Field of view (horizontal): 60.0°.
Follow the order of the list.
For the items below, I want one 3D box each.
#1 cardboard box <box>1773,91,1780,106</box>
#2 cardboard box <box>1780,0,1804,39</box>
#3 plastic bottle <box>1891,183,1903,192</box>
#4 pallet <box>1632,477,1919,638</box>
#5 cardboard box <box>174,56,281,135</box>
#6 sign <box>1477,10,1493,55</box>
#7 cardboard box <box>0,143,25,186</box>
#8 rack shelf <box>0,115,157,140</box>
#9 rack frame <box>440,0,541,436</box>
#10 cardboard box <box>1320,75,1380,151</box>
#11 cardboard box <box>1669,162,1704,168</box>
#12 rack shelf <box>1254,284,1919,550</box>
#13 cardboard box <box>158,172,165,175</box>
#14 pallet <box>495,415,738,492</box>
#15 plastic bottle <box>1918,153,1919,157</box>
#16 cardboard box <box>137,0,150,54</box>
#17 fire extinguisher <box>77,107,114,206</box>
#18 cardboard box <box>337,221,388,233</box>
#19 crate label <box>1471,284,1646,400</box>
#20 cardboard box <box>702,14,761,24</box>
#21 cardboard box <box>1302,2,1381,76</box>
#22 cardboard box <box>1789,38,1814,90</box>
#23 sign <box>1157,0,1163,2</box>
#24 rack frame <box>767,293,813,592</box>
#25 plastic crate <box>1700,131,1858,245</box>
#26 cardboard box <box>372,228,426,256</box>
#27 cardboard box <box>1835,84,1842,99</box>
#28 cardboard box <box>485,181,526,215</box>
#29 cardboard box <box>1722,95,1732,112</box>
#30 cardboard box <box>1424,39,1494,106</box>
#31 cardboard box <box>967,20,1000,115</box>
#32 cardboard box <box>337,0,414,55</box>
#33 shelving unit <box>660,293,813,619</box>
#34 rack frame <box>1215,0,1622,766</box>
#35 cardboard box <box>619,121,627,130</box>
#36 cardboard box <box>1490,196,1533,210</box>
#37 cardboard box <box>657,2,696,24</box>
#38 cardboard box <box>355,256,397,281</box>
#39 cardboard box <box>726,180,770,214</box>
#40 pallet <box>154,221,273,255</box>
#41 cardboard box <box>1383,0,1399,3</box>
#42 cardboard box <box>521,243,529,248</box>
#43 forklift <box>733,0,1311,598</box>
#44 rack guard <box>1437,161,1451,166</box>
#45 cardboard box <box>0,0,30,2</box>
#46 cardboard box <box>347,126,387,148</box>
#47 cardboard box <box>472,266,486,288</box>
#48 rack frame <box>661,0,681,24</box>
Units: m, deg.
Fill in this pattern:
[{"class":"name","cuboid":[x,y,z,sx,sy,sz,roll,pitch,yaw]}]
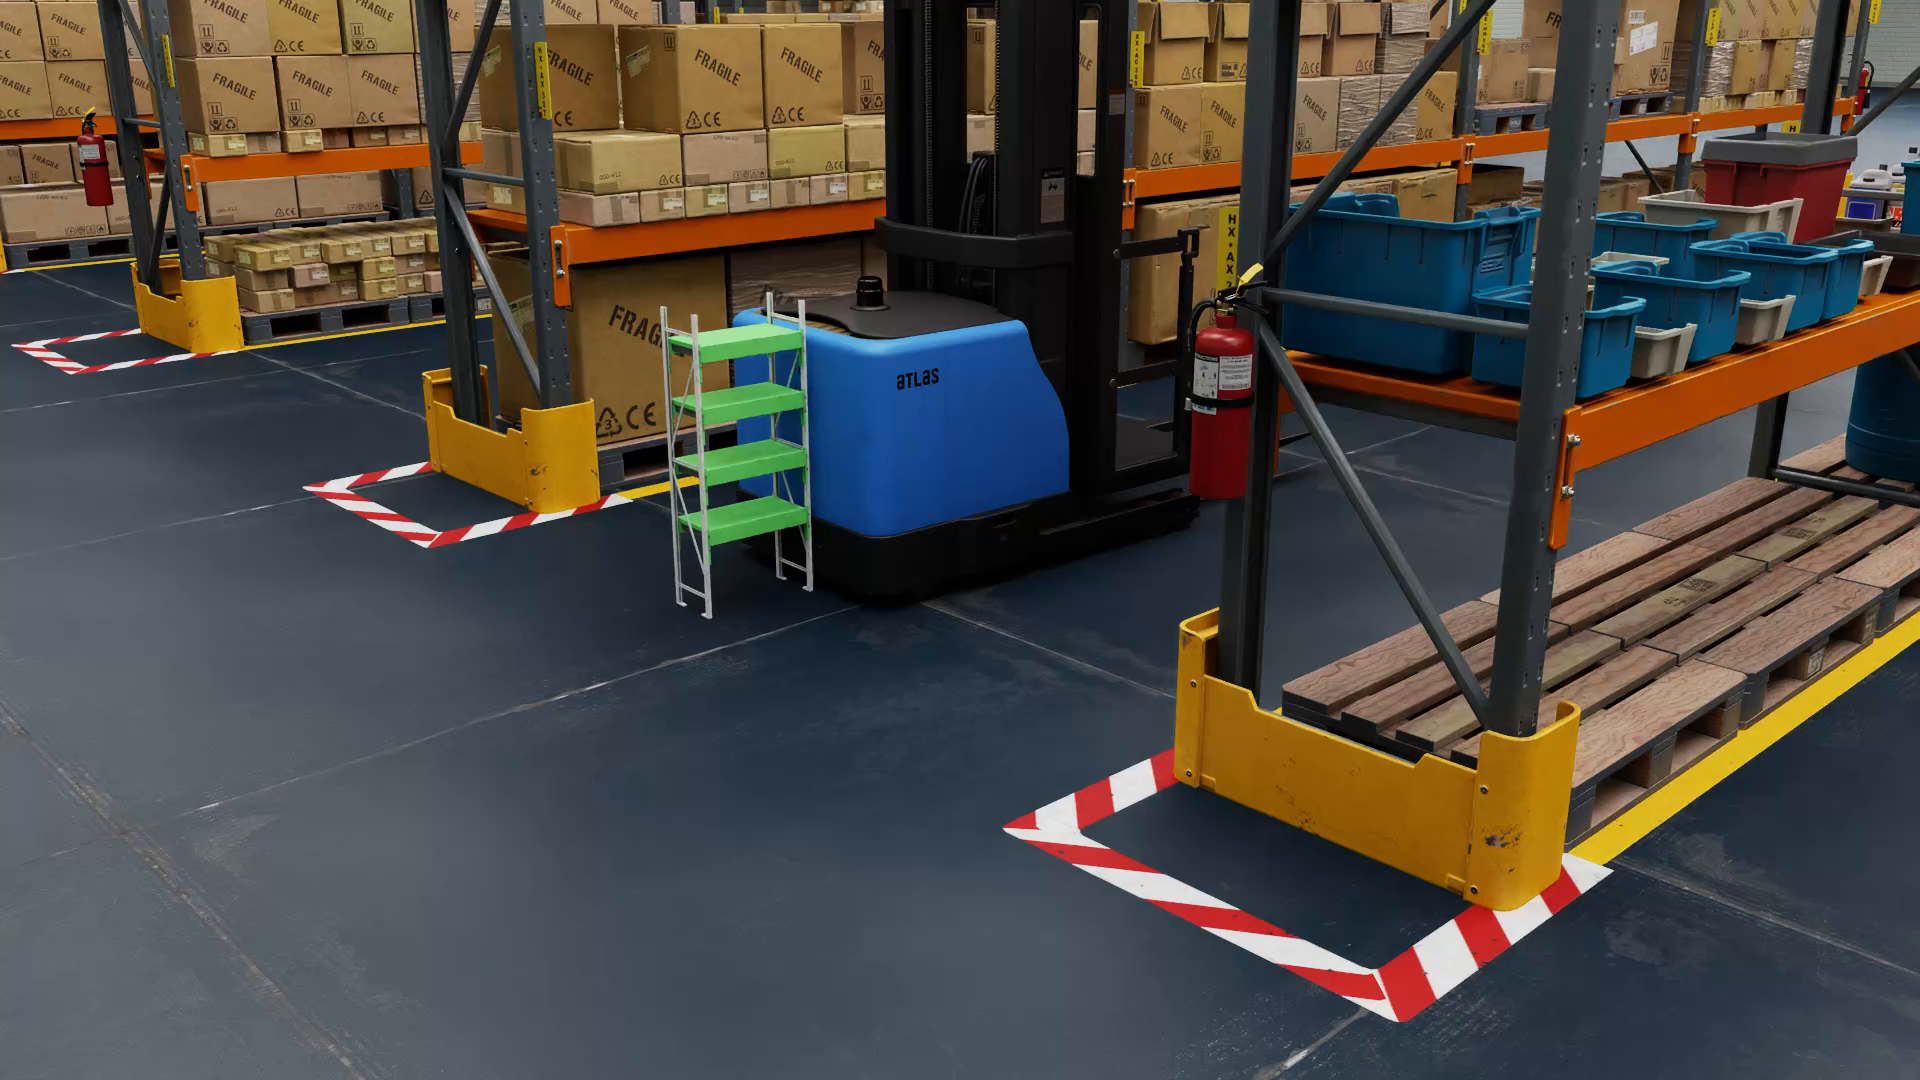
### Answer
[{"class":"cardboard box","cuboid":[8.087,-4.499,16.904,0.250,0.149,0.380,-16,24,-41]},{"class":"cardboard box","cuboid":[8.076,-5.280,16.640,0.500,0.500,0.500,-16,24,-41]},{"class":"plastic bottle","cuboid":[4.352,-1.558,7.748,0.097,0.201,0.097,0,18,0]},{"class":"pallet","cuboid":[3.576,0.040,7.020,1.213,0.211,1.003,-16,24,-41]},{"class":"cardboard box","cuboid":[-5.044,-3.069,11.442,0.500,0.500,0.500,-15,23,-38]},{"class":"sign","cuboid":[3.970,-3.836,12.575,0.005,0.325,0.100,-16,24,-41]},{"class":"cardboard box","cuboid":[-11.290,-4.337,19.371,0.500,0.500,0.700,-15,23,-39]},{"class":"rack shelf","cuboid":[-7.582,-4.016,16.174,4.000,0.370,1.077,-16,24,-41]},{"class":"rack frame","cuboid":[-2.228,-1.714,7.908,0.053,2.616,0.949,-16,24,-41]},{"class":"cardboard box","cuboid":[2.657,-3.081,11.962,0.500,0.500,0.500,17,25,42]},{"class":"cardboard box","cuboid":[7.619,-3.615,17.143,0.500,0.500,0.500,15,23,39]},{"class":"rack shelf","cuboid":[2.630,-0.685,5.901,4.000,0.370,1.077,-16,24,-41]},{"class":"cardboard box","cuboid":[-9.744,-4.553,20.606,0.380,0.149,0.250,17,25,42]},{"class":"pallet","cuboid":[-1.699,-0.574,8.913,1.213,0.211,1.003,-16,24,-41]},{"class":"plastic bottle","cuboid":[4.661,-1.735,8.052,0.185,0.351,0.144,-16,24,-41]},{"class":"cardboard box","cuboid":[-5.399,-3.664,11.656,0.500,0.500,0.500,-17,24,-42]},{"class":"fire extinguisher","cuboid":[-6.061,-2.682,11.624,0.183,0.674,0.296,-16,24,-41]},{"class":"cardboard box","cuboid":[-4.638,-2.376,12.926,0.250,0.149,0.380,-15,23,-39]},{"class":"crate label","cuboid":[1.582,-0.531,4.433,0.303,0.233,0.416,-16,24,-41]},{"class":"cardboard box","cuboid":[-2.736,-6.062,19.992,0.500,0.500,0.500,17,25,42]},{"class":"cardboard box","cuboid":[2.569,-3.645,12.074,0.637,0.503,0.797,-16,24,-40]},{"class":"cardboard box","cuboid":[8.307,-4.953,17.255,0.500,0.500,0.875,-16,24,-41]},{"class":"sign","cuboid":[2.958,-7.897,24.589,0.005,0.325,0.100,-16,24,-41]},{"class":"rack frame","cuboid":[-0.688,-0.388,6.736,0.015,1.200,0.240,-15,23,-38]},{"class":"plastic crate","cuboid":[3.262,-1.377,6.668,0.583,0.464,0.402,-16,24,-41]},{"class":"cardboard box","cuboid":[-4.226,-2.246,12.525,0.250,0.149,0.380,-15,23,-39]},{"class":"cardboard box","cuboid":[9.334,-4.878,18.073,0.250,0.149,0.380,-16,24,-41]},{"class":"cardboard box","cuboid":[-2.194,-1.743,8.405,0.250,0.149,0.380,-16,24,-40]},{"class":"cardboard box","cuboid":[7.209,-4.224,16.057,0.250,0.149,0.380,-16,24,-41]},{"class":"cardboard box","cuboid":[3.952,-3.779,13.435,0.500,0.500,0.500,14,23,37]},{"class":"cardboard box","cuboid":[0.163,-2.725,9.572,0.500,0.500,0.500,-16,24,-40]},{"class":"cardboard box","cuboid":[-4.296,-3.760,11.954,0.500,0.500,0.500,-17,25,-42]},{"class":"shelving unit","cuboid":[-0.873,-0.339,6.584,0.503,1.200,0.258,-15,23,-38]},{"class":"rack frame","cuboid":[1.177,-0.604,4.483,0.127,3.000,1.000,-16,24,-41]},{"class":"cardboard box","cuboid":[-1.687,-2.053,8.715,0.500,0.250,0.500,-17,24,-42]},{"class":"cardboard box","cuboid":[4.454,-2.696,14.275,0.700,0.500,0.500,15,24,39]},{"class":"cardboard box","cuboid":[-3.418,-5.985,19.296,0.500,0.500,0.500,-17,25,-42]},{"class":"cardboard box","cuboid":[-4.388,-2.032,12.348,0.250,0.149,0.380,-15,23,-39]},{"class":"cardboard box","cuboid":[-1.182,-1.760,8.456,0.250,0.149,0.380,-17,24,-42]},{"class":"pallet","cuboid":[-7.621,-3.052,16.556,1.213,0.211,1.003,-16,24,-41]},{"class":"cardboard box","cuboid":[4.933,-6.526,20.757,0.550,0.550,0.875,-16,24,-41]},{"class":"cardboard box","cuboid":[-3.457,-2.331,13.269,0.250,0.149,0.380,-16,24,-40]},{"class":"forklift","cuboid":[0.475,-1.521,7.423,3.031,2.935,1.130,-15,23,-38]},{"class":"rack guard","cuboid":[6.083,-5.053,22.259,0.348,0.500,1.175,-16,24,-41]},{"class":"cardboard box","cuboid":[-8.445,-4.851,14.747,0.250,0.149,0.380,-16,24,-40]},{"class":"cardboard box","cuboid":[-4.403,-2.968,12.183,0.250,0.149,0.380,-17,24,-41]},{"class":"cardboard box","cuboid":[-3.845,-2.060,12.917,0.250,0.149,0.380,-16,24,-41]},{"class":"rack frame","cuboid":[-2.654,-3.694,14.015,0.127,3.000,1.000,-16,24,-41]}]
